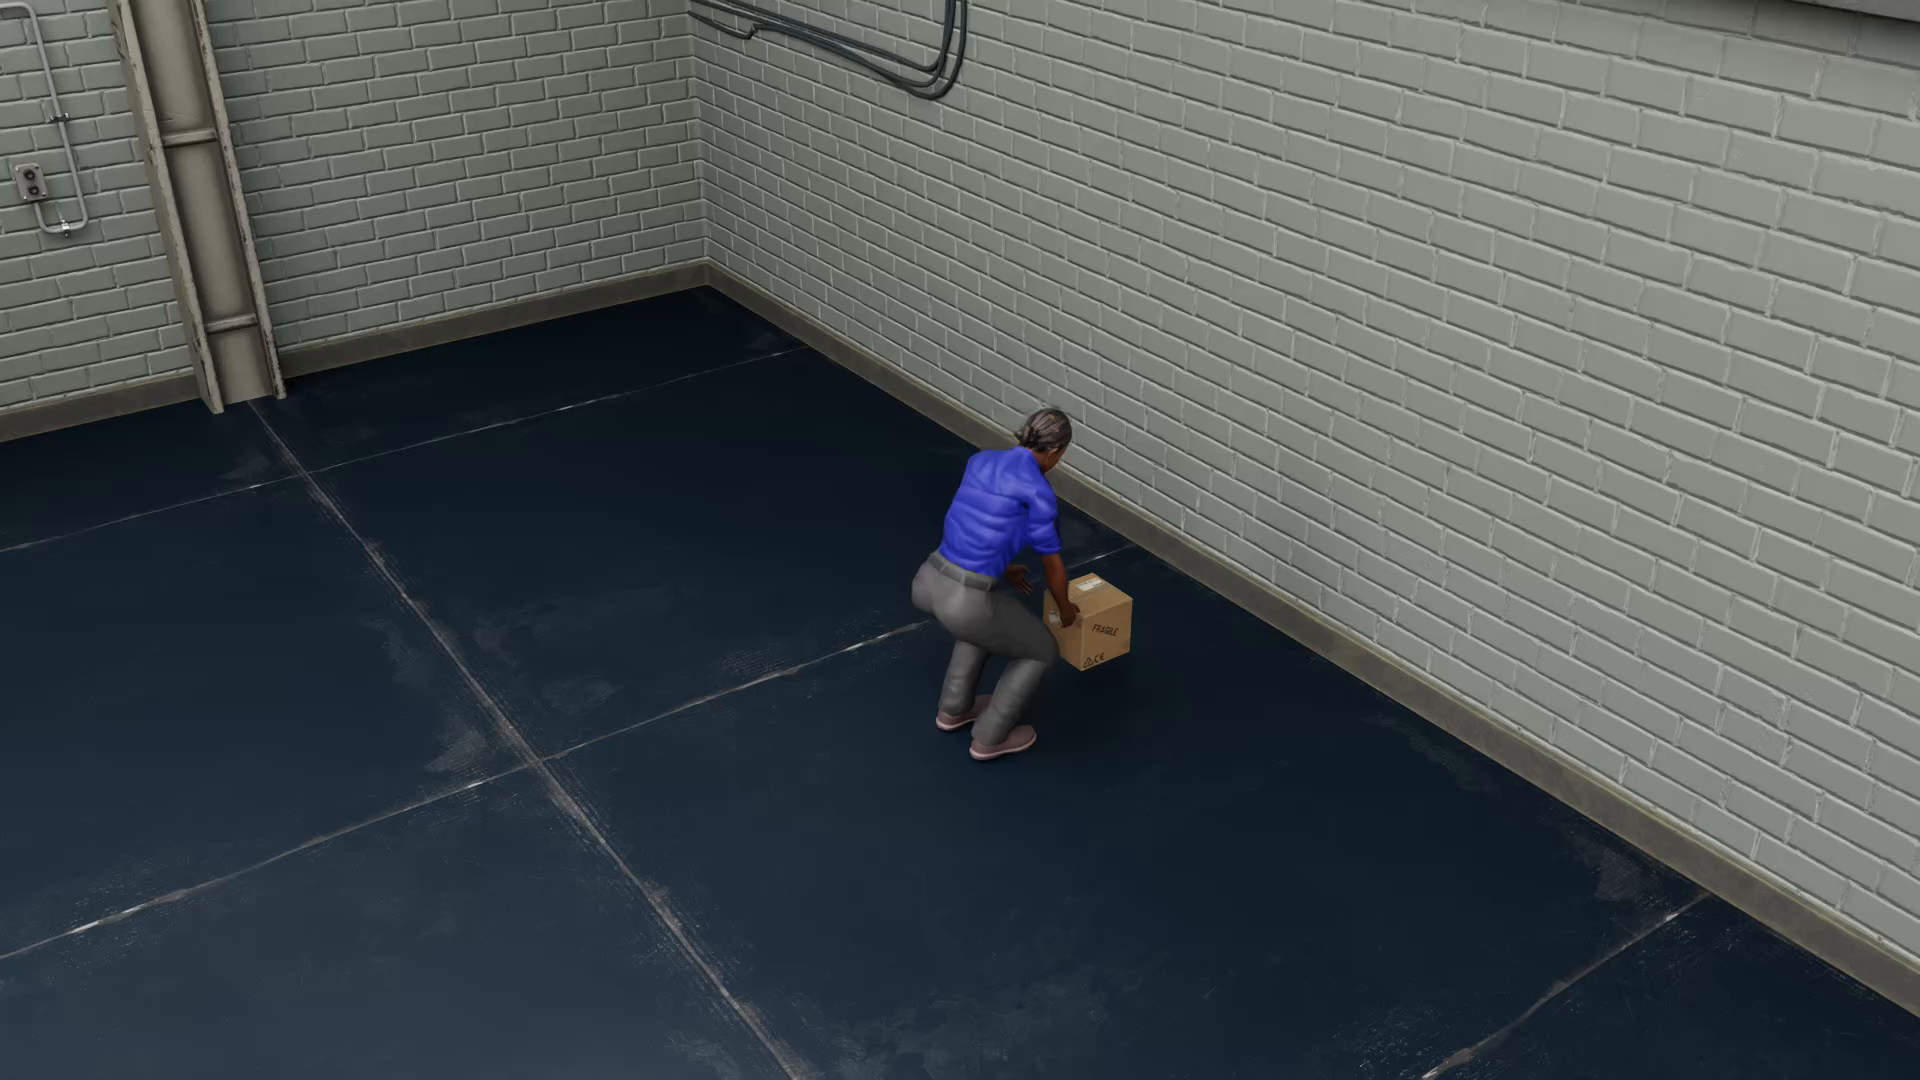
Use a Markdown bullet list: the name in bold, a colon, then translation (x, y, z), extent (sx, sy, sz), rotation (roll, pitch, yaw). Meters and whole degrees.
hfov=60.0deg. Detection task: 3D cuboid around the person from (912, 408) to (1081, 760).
- **person**: translation (0.126, 0.162, 6.237), extent (0.682, 1.280, 0.498), rotation (-19, 34, -30)
